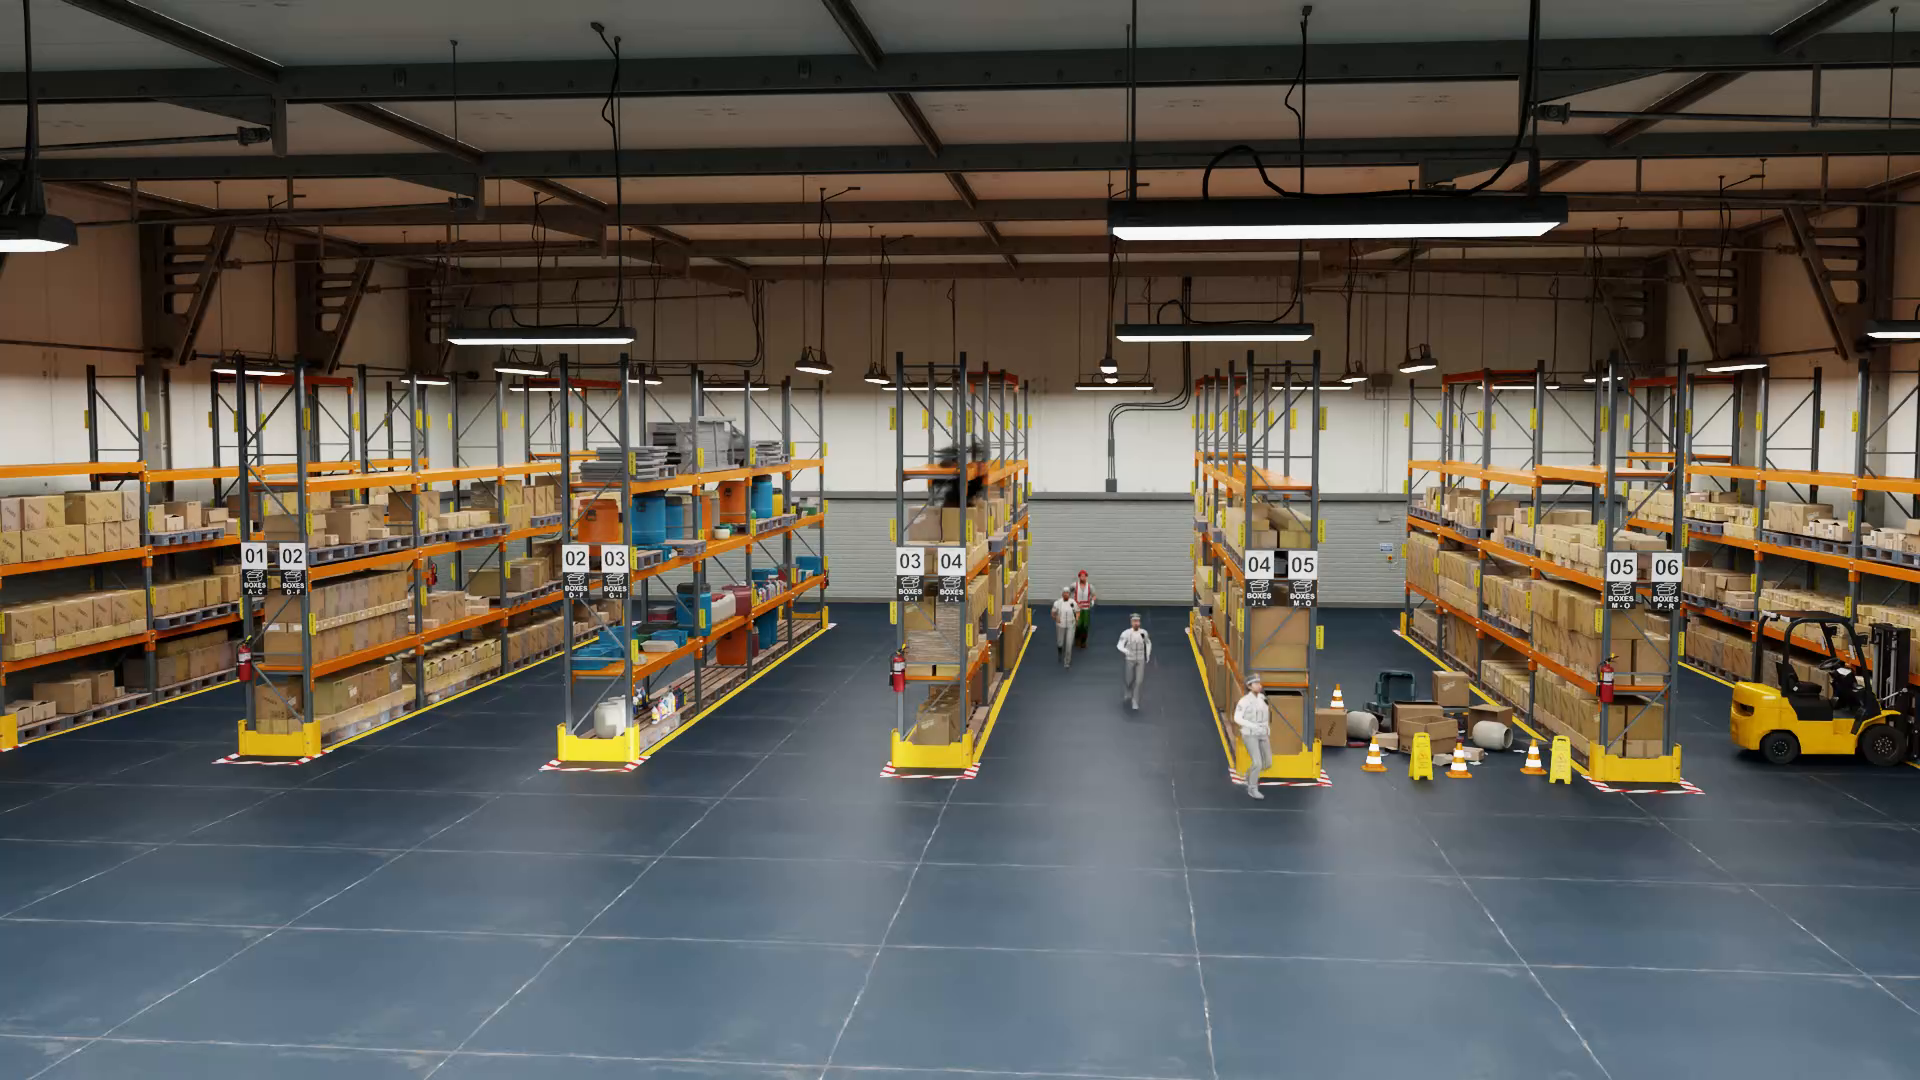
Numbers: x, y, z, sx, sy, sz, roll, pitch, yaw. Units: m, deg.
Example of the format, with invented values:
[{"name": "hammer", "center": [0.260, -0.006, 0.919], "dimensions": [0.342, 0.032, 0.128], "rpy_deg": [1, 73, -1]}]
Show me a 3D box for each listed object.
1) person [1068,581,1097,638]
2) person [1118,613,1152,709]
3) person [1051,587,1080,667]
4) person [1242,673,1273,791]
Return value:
[{"name": "person", "center": [2.685, 1.560, 36.551], "dimensions": [0.672, 1.248, 0.580], "rpy_deg": [0, 4, -5]}, {"name": "person", "center": [3.067, 2.099, 29.158], "dimensions": [0.619, 1.663, 0.666], "rpy_deg": [0, 4, -3]}, {"name": "person", "center": [2.171, 1.771, 34.079], "dimensions": [0.604, 1.624, 0.601], "rpy_deg": [0, 4, 0]}, {"name": "person", "center": [3.945, 2.567, 22.211], "dimensions": [0.369, 1.593, 0.432], "rpy_deg": [-3, 5, -35]}]
